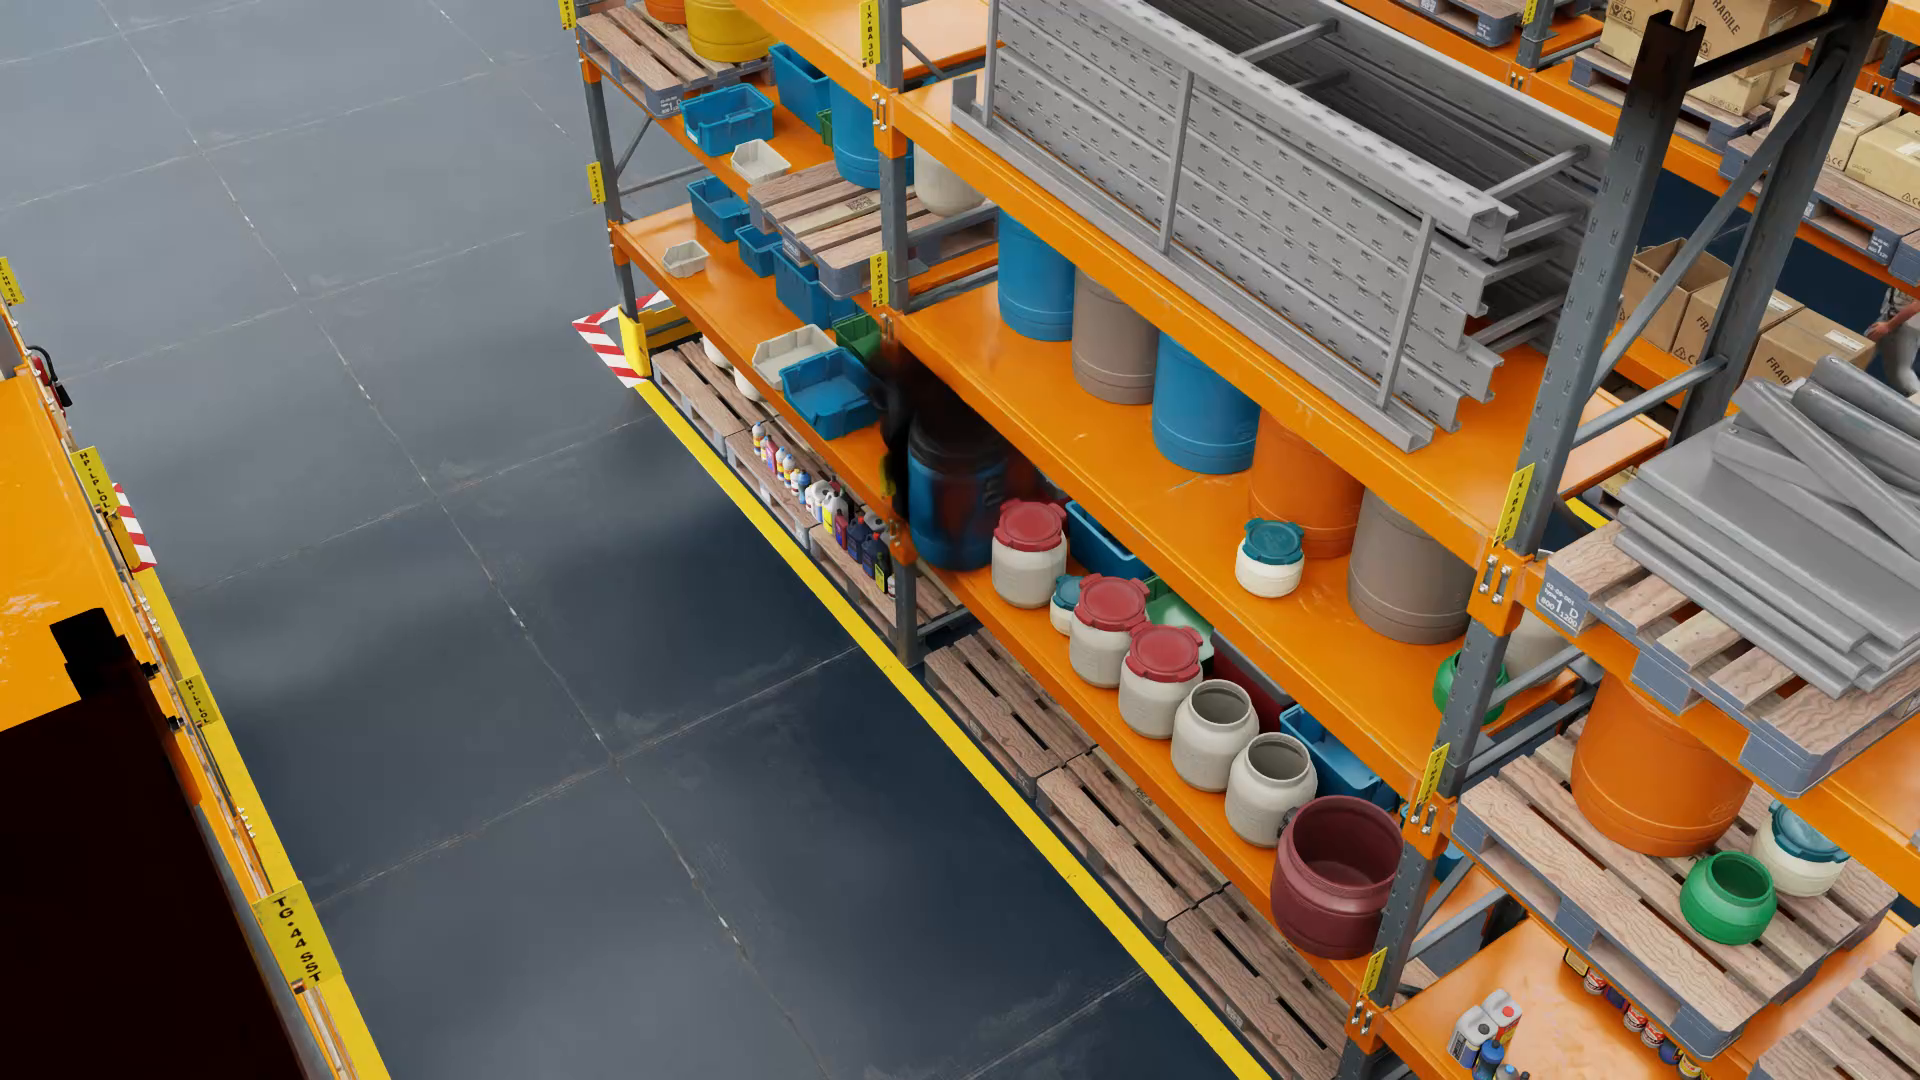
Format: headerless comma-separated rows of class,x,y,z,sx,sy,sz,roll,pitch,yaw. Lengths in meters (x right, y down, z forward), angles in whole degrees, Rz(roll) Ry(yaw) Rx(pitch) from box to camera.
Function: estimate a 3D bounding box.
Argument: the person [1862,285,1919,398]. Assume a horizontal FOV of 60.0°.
person,7.046,-1.709,12.359,0.728,1.709,1.072,-28,49,-27
